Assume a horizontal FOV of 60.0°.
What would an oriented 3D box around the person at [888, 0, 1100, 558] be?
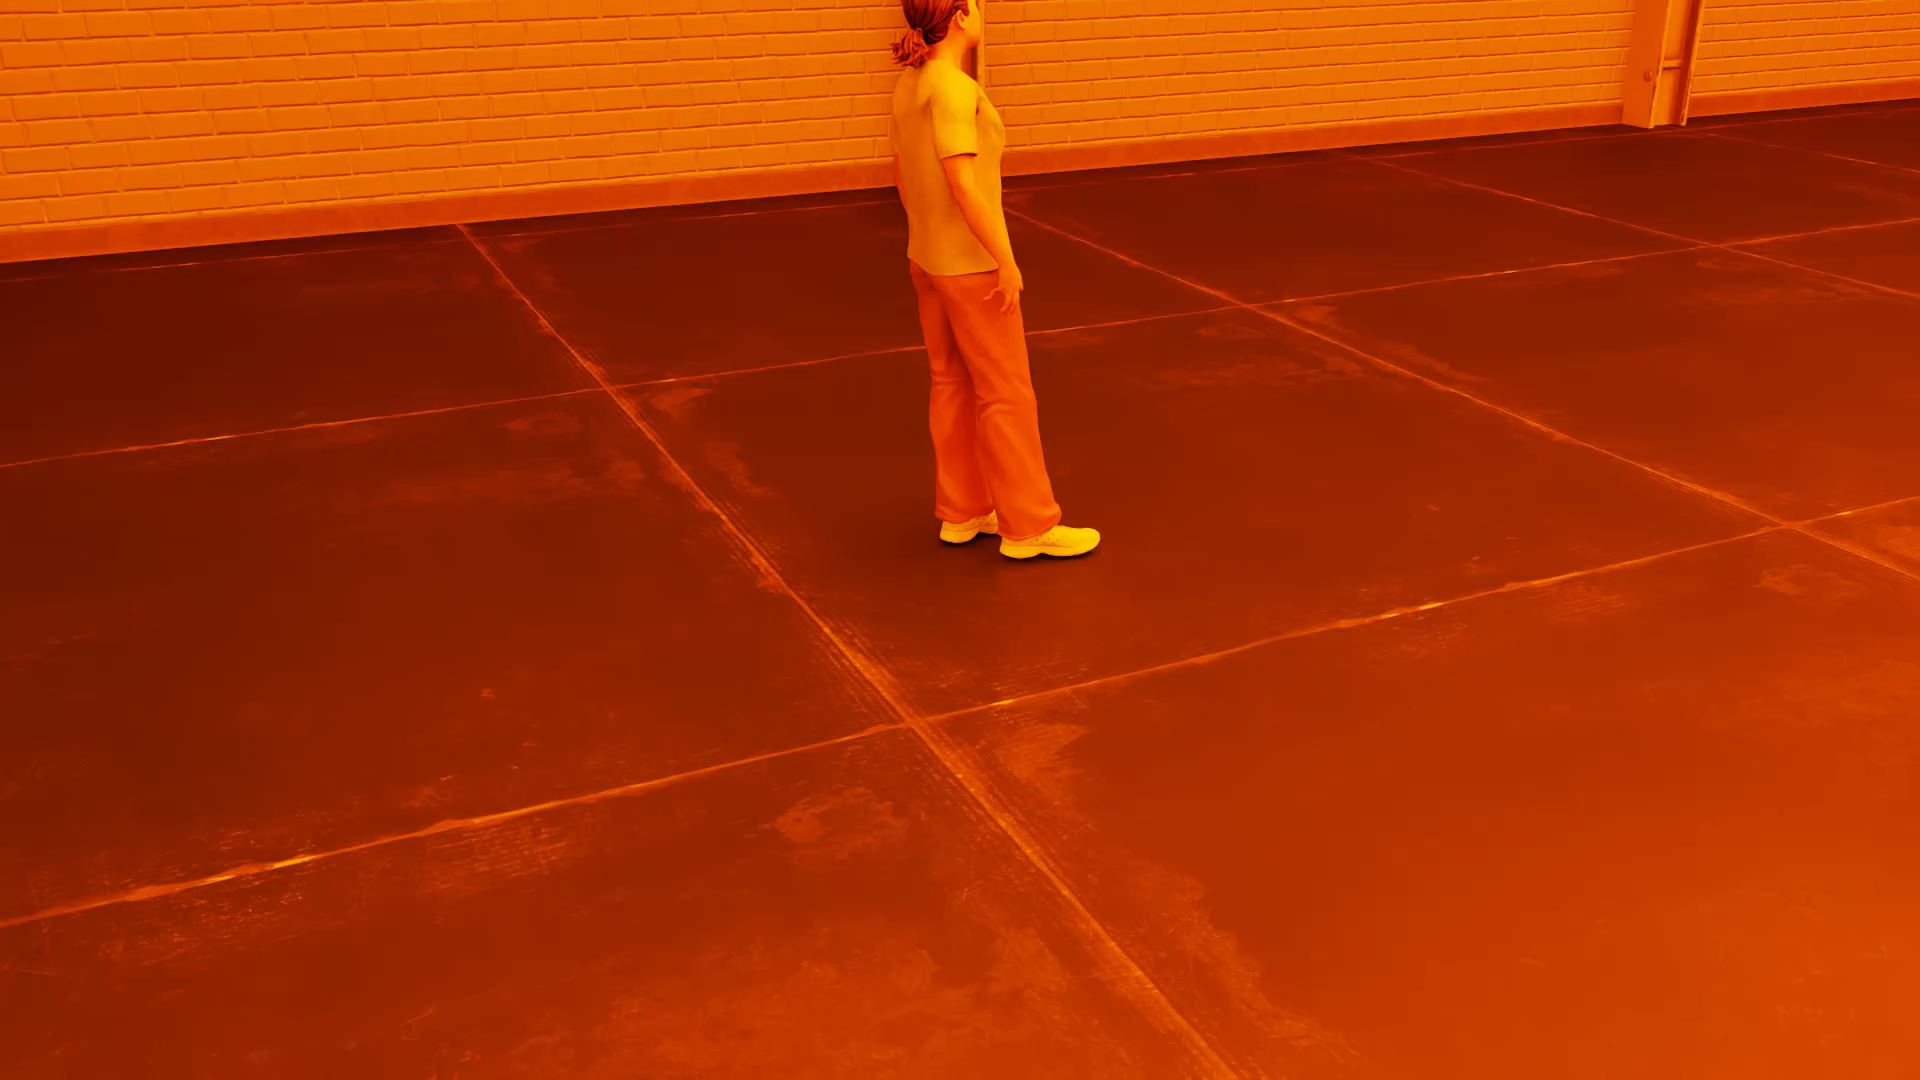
[{"bbox_3d":[0.072,-0.789,4.802,0.548,1.673,0.553,-10,25,-23],"label":"person"}]
